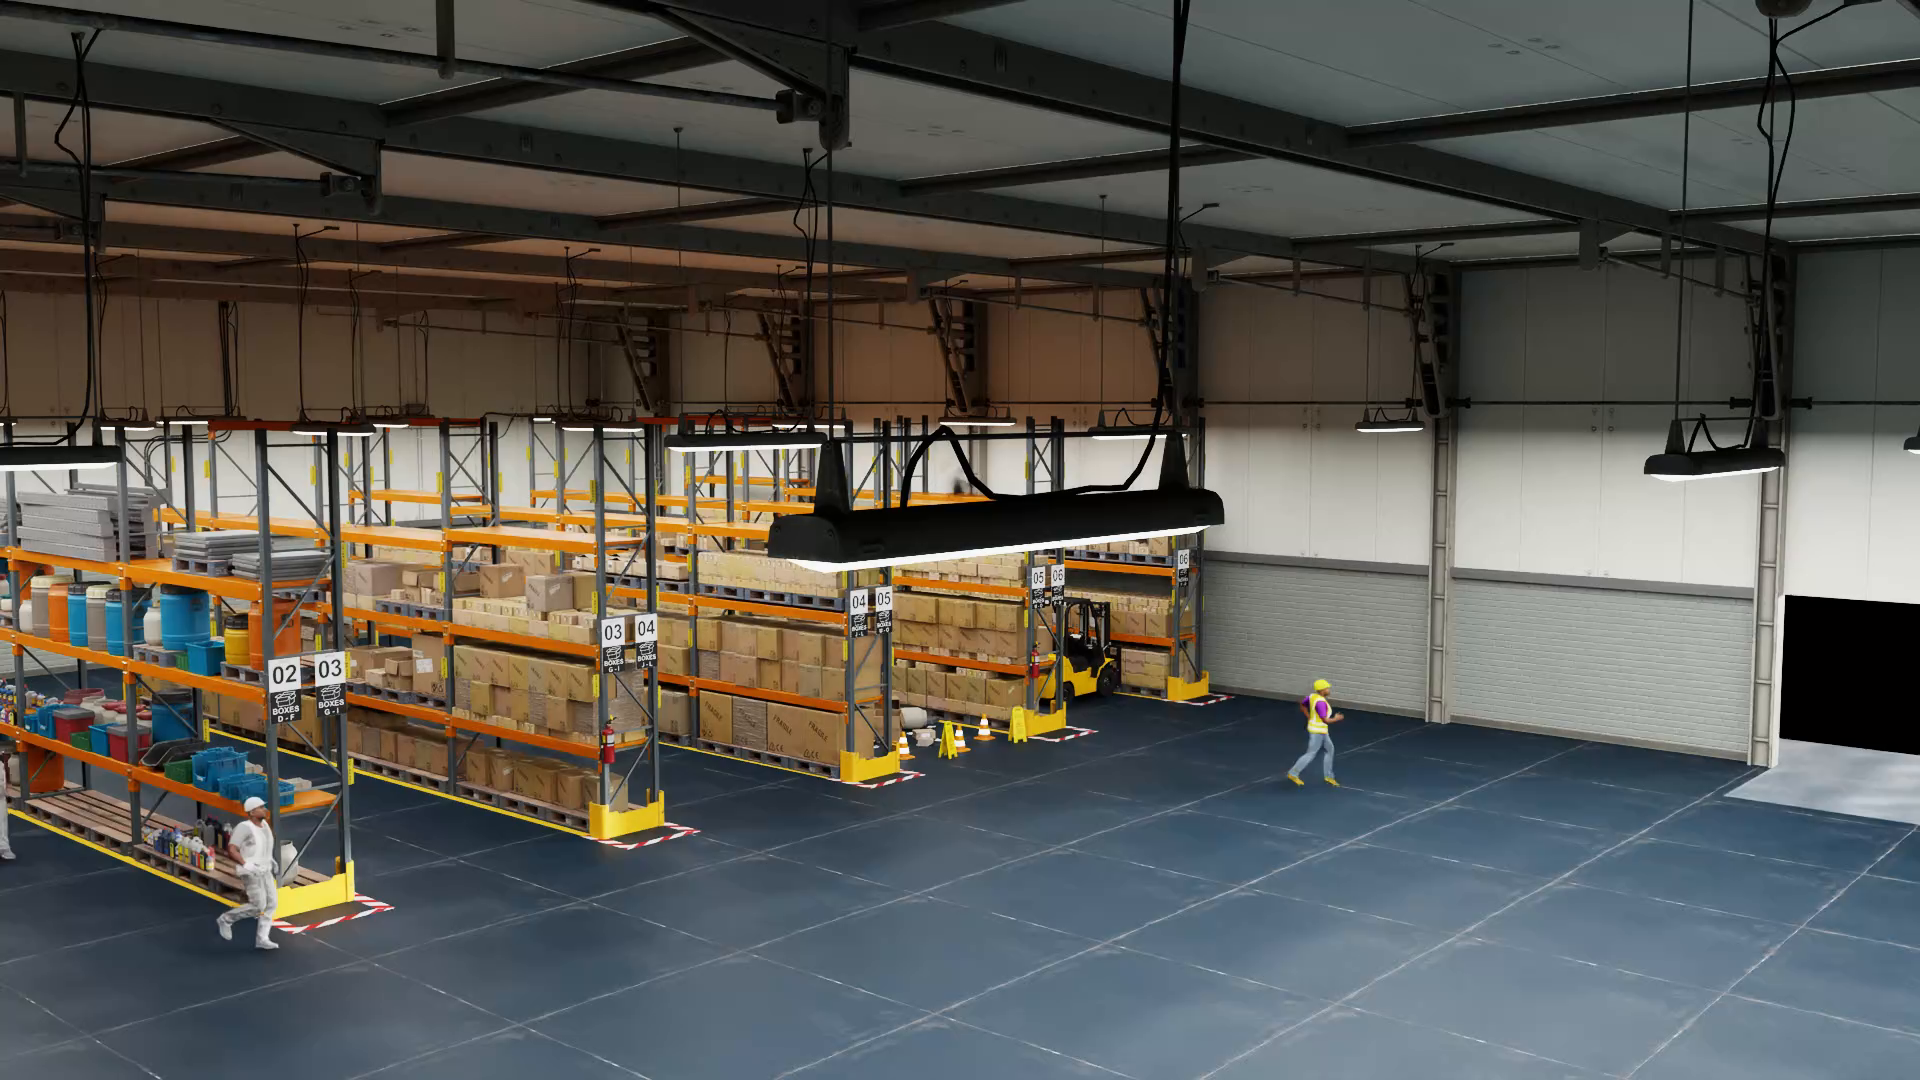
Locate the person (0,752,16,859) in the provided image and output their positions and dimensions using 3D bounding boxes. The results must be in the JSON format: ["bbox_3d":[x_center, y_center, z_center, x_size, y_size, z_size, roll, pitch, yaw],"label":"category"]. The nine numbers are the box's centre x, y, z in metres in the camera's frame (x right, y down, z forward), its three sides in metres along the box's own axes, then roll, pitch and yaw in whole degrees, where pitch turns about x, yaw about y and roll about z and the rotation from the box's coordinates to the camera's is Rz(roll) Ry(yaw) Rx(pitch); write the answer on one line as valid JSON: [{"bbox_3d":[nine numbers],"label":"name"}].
[{"bbox_3d":[-13.410,3.503,22.956,1.010,1.752,0.665,3,6,32],"label":"person"}]

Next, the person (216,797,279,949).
[{"bbox_3d":[-8.218,3.864,19.402,0.742,1.712,0.728,1,5,6],"label":"person"}]

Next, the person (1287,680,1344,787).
[{"bbox_3d":[5.818,3.183,27.296,0.913,1.811,0.710,0,5,3],"label":"person"}]
